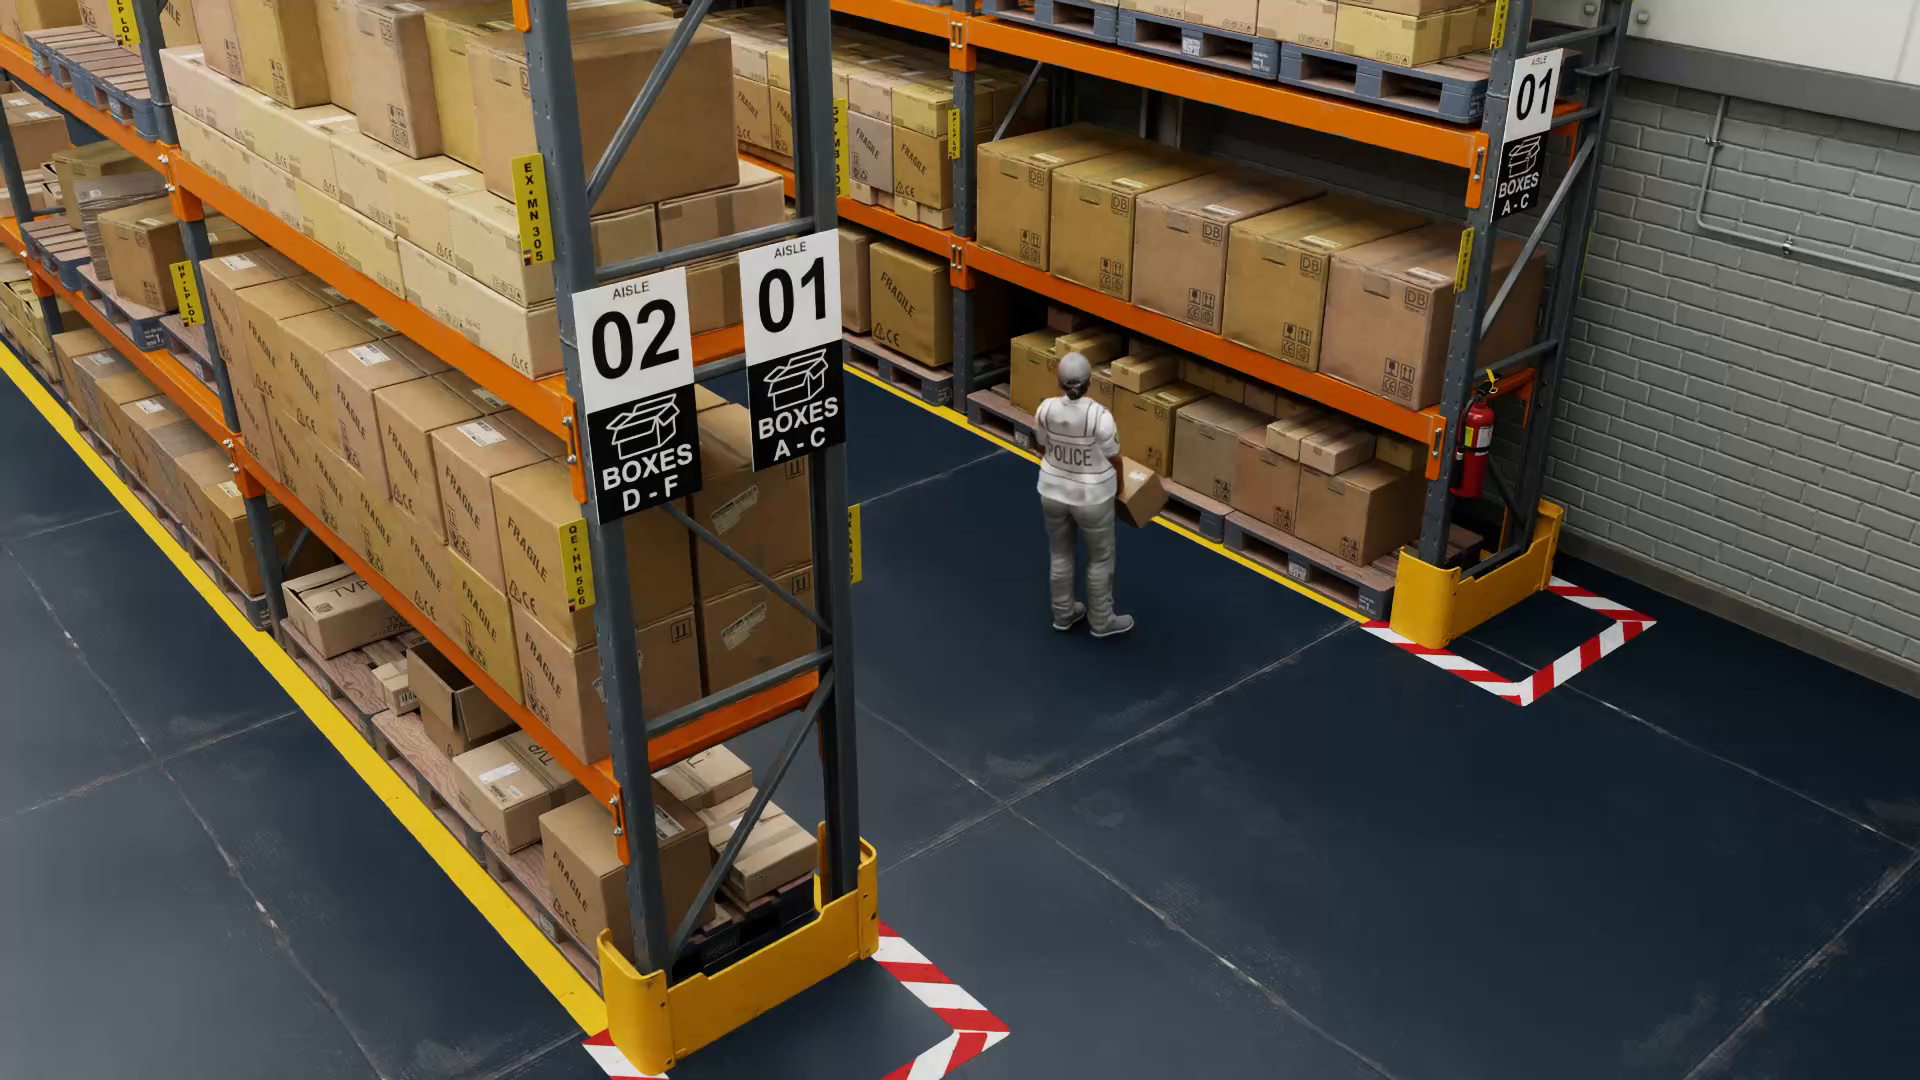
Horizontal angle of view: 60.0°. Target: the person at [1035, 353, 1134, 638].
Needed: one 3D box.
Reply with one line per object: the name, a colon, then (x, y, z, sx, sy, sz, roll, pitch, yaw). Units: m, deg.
person: (0.679, -0.246, 9.060, 0.555, 1.674, 0.439, 15, 32, 25)
